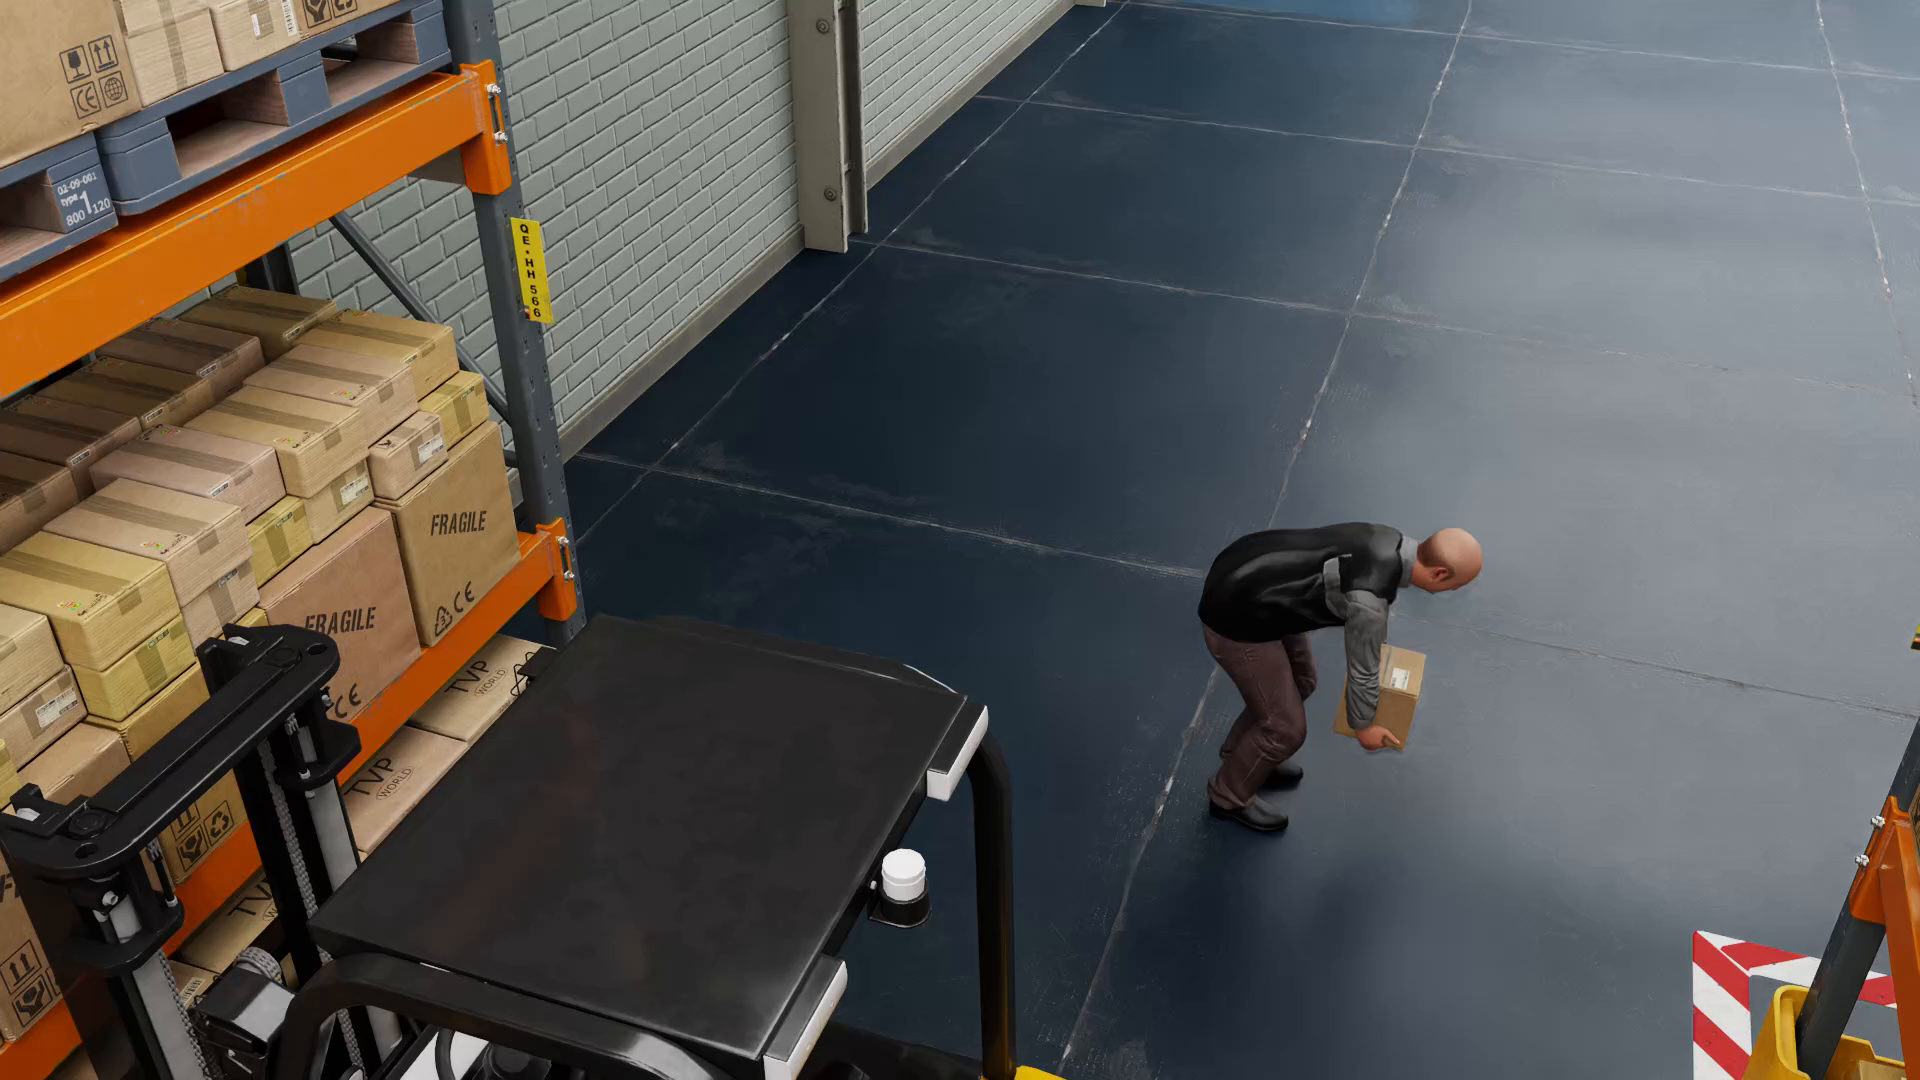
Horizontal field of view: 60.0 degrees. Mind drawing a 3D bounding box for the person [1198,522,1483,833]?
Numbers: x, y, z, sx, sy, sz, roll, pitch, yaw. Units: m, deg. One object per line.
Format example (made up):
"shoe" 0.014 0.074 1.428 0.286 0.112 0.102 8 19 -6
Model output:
"person" 1.287 0.456 5.877 0.907 1.271 0.475 10 34 15
